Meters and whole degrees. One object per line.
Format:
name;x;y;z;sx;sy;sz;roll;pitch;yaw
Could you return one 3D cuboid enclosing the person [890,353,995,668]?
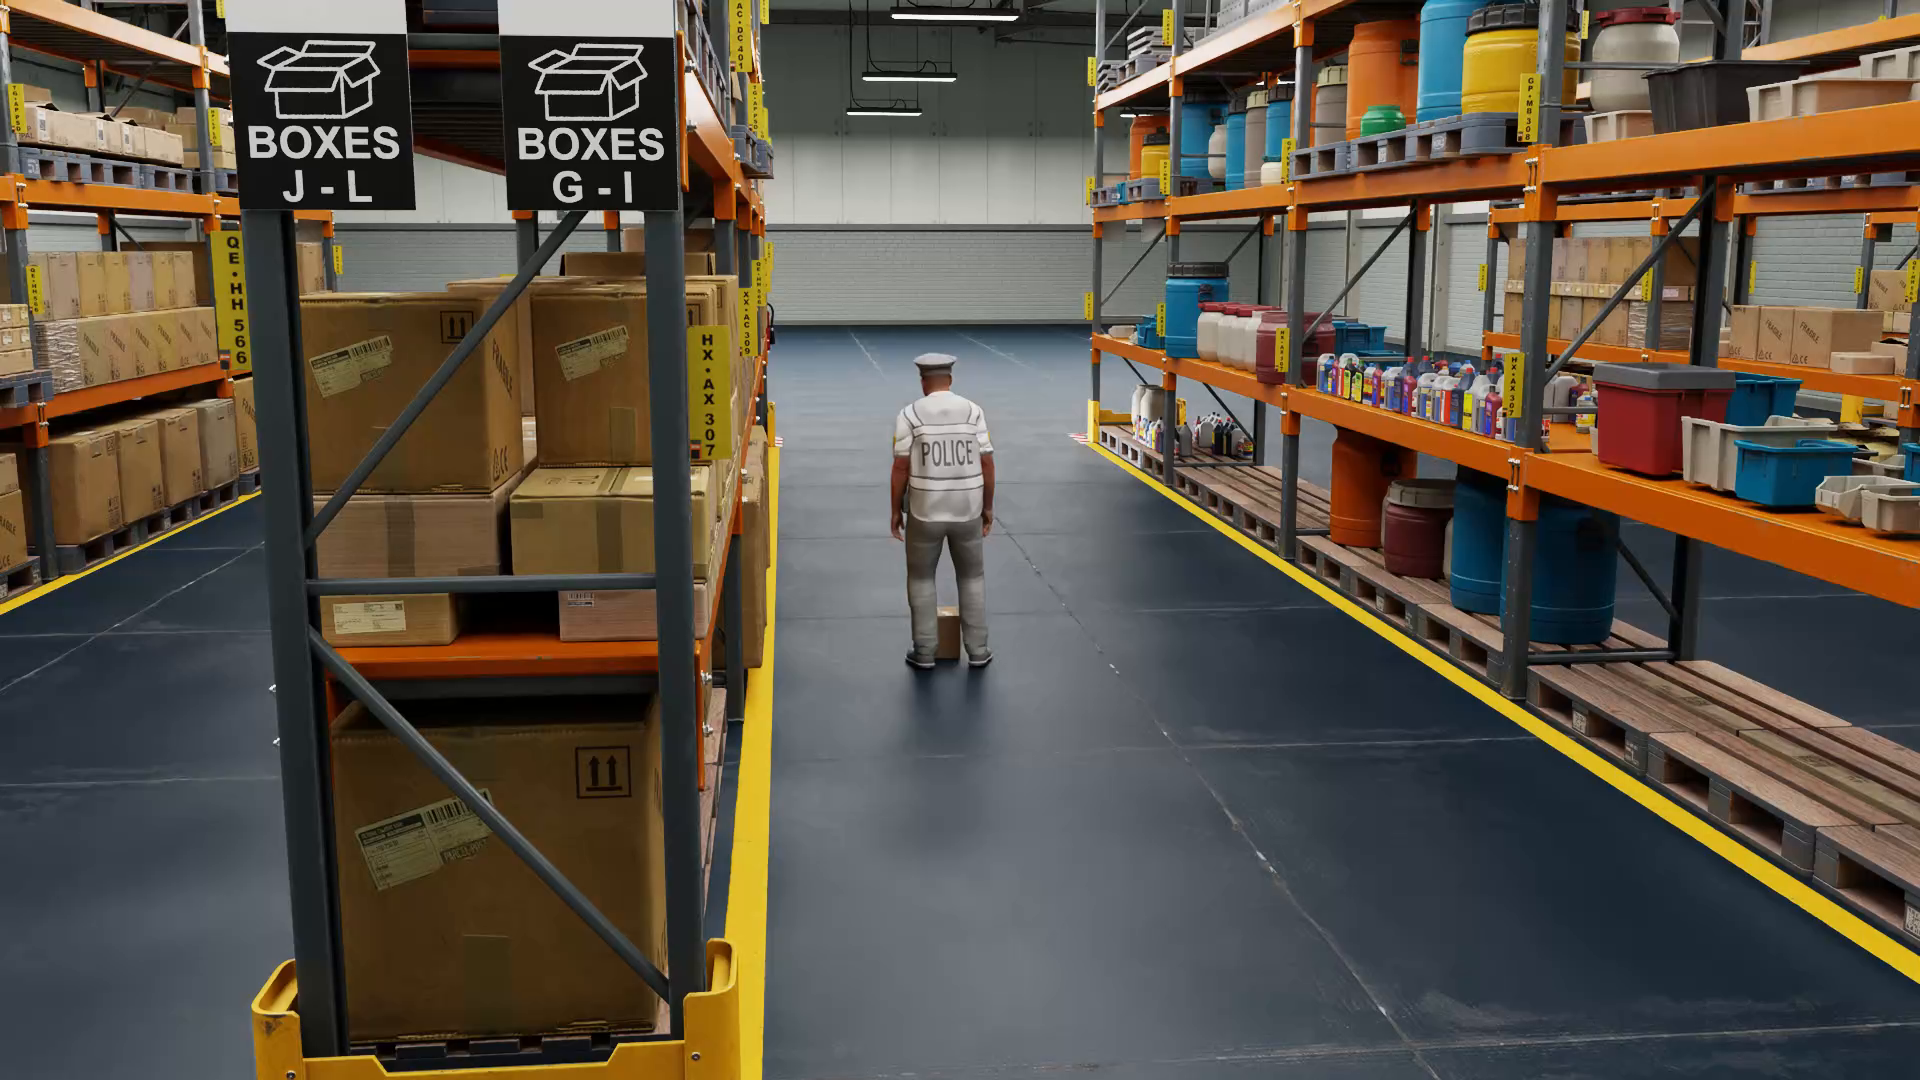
person;-0.089;-0.154;9.259;0.606;1.747;0.439;-2;10;-10
